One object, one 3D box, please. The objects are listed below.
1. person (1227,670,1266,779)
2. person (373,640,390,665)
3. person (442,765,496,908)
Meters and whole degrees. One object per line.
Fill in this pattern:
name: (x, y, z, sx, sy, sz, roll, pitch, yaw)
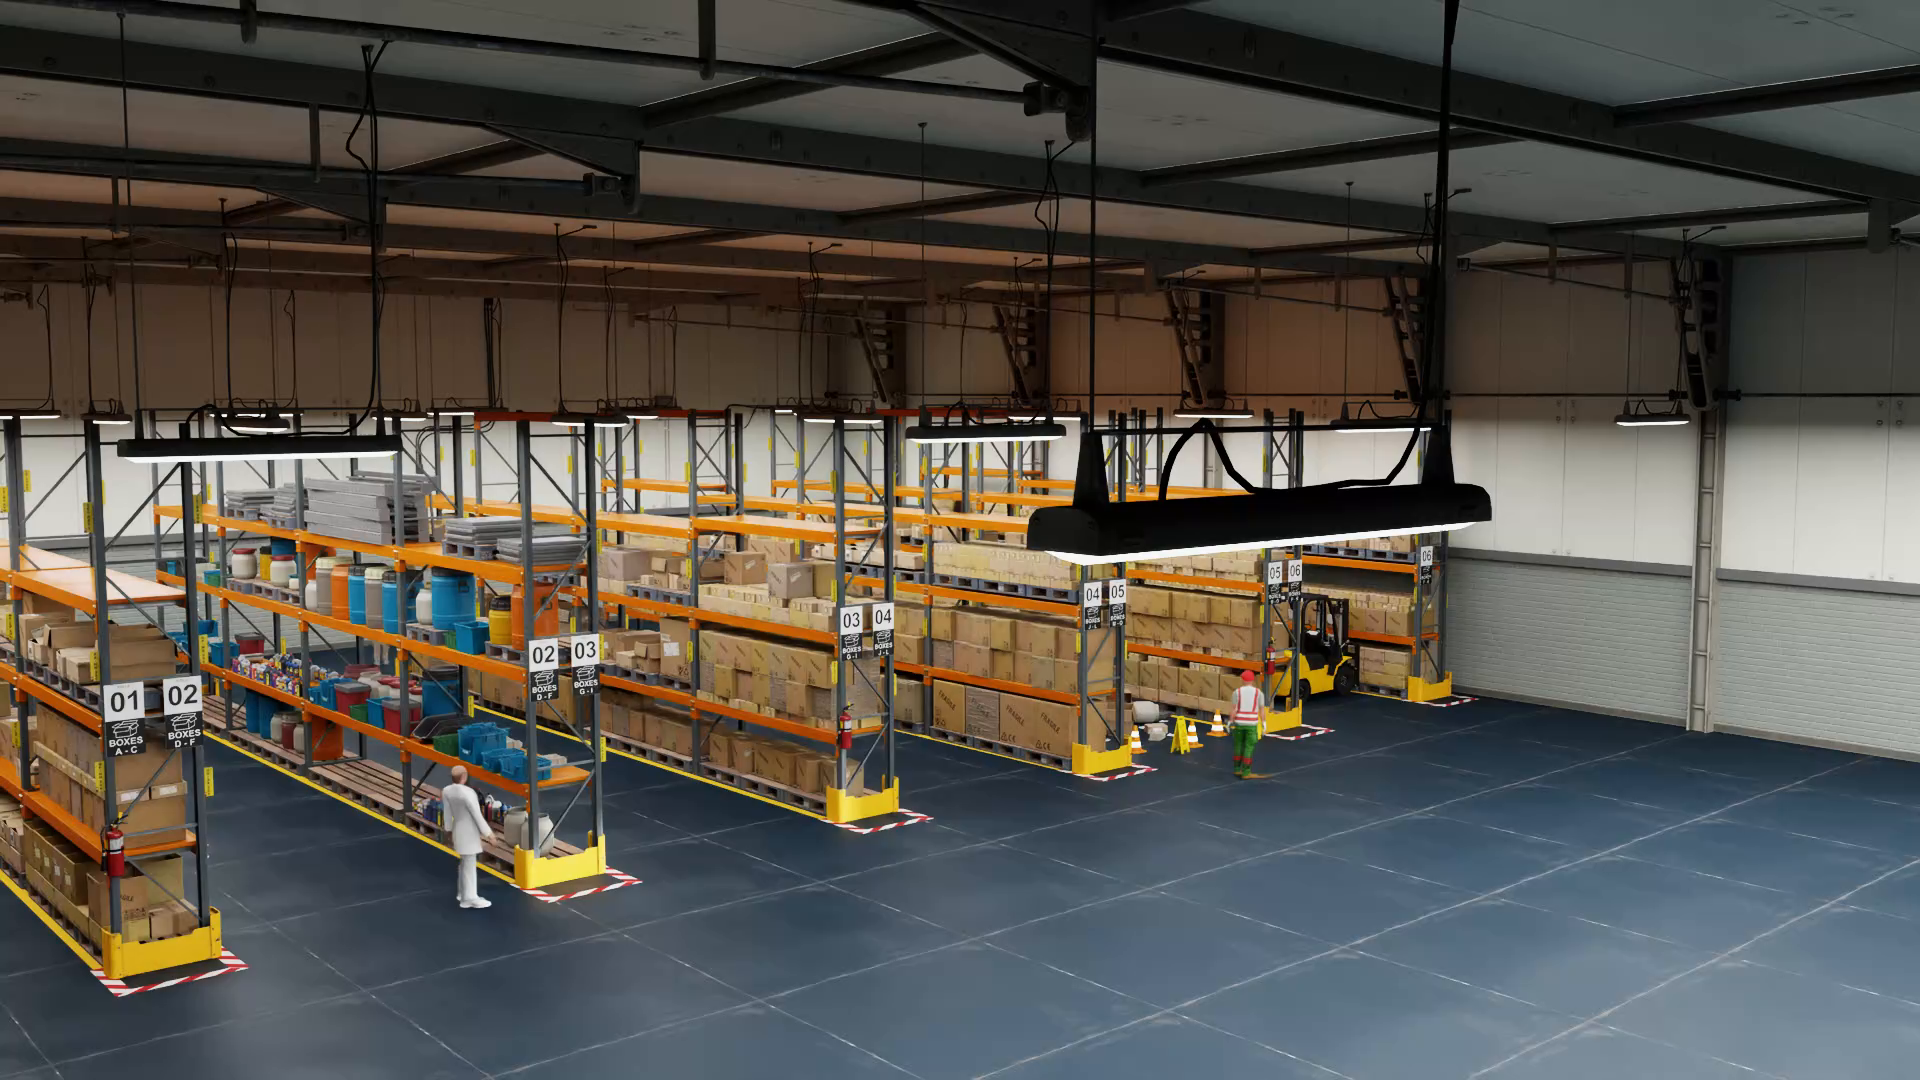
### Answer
person: (4.760, 3.026, 27.516, 0.602, 1.786, 0.557, 2, 6, 25)
person: (-13.532, 2.057, 38.880, 0.377, 1.734, 0.558, 5, 7, 43)
person: (-6.056, 3.659, 20.529, 0.573, 1.822, 0.650, -3, 6, -29)
